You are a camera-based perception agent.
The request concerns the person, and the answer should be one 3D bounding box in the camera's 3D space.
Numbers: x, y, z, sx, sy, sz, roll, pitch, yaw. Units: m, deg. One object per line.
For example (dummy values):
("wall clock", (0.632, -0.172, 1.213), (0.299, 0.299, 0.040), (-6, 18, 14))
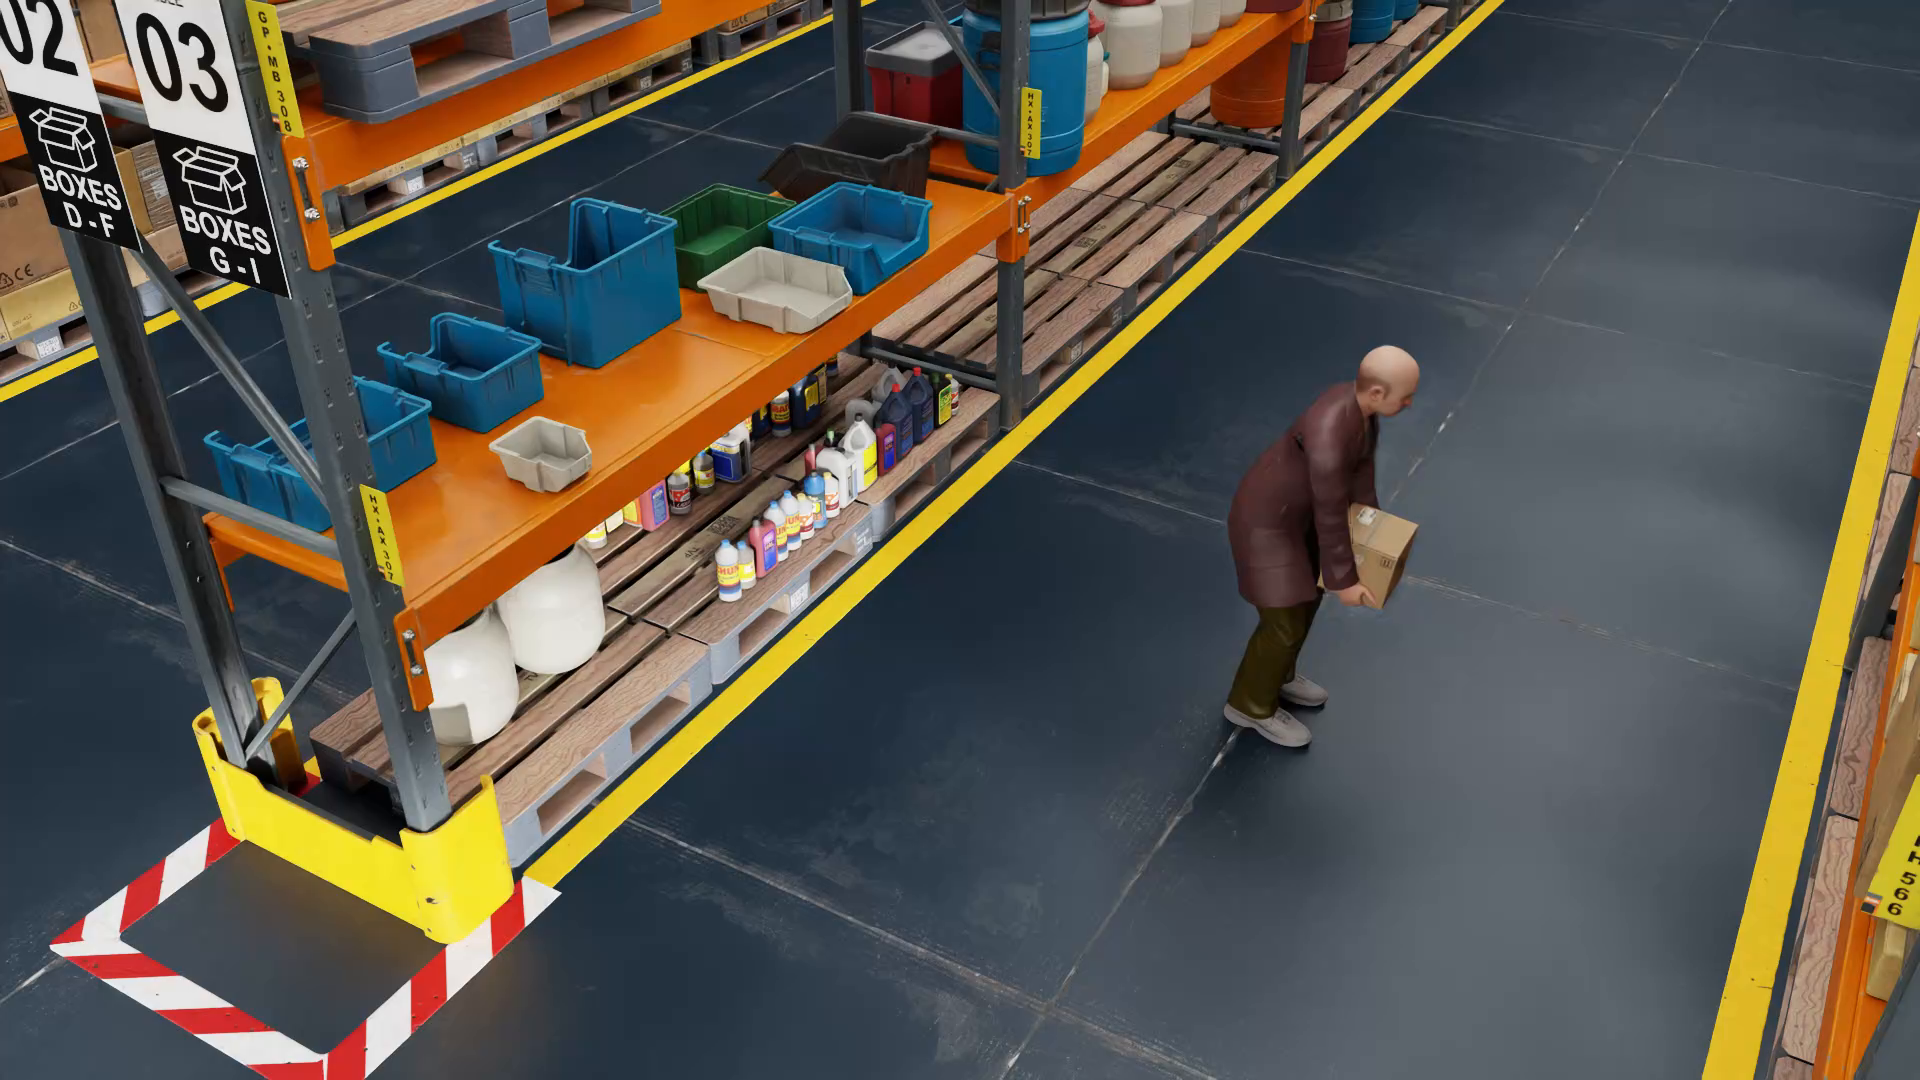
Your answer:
("person", (1.316, 0.008, 6.227), (0.625, 1.691, 0.540), (17, 37, 24))
